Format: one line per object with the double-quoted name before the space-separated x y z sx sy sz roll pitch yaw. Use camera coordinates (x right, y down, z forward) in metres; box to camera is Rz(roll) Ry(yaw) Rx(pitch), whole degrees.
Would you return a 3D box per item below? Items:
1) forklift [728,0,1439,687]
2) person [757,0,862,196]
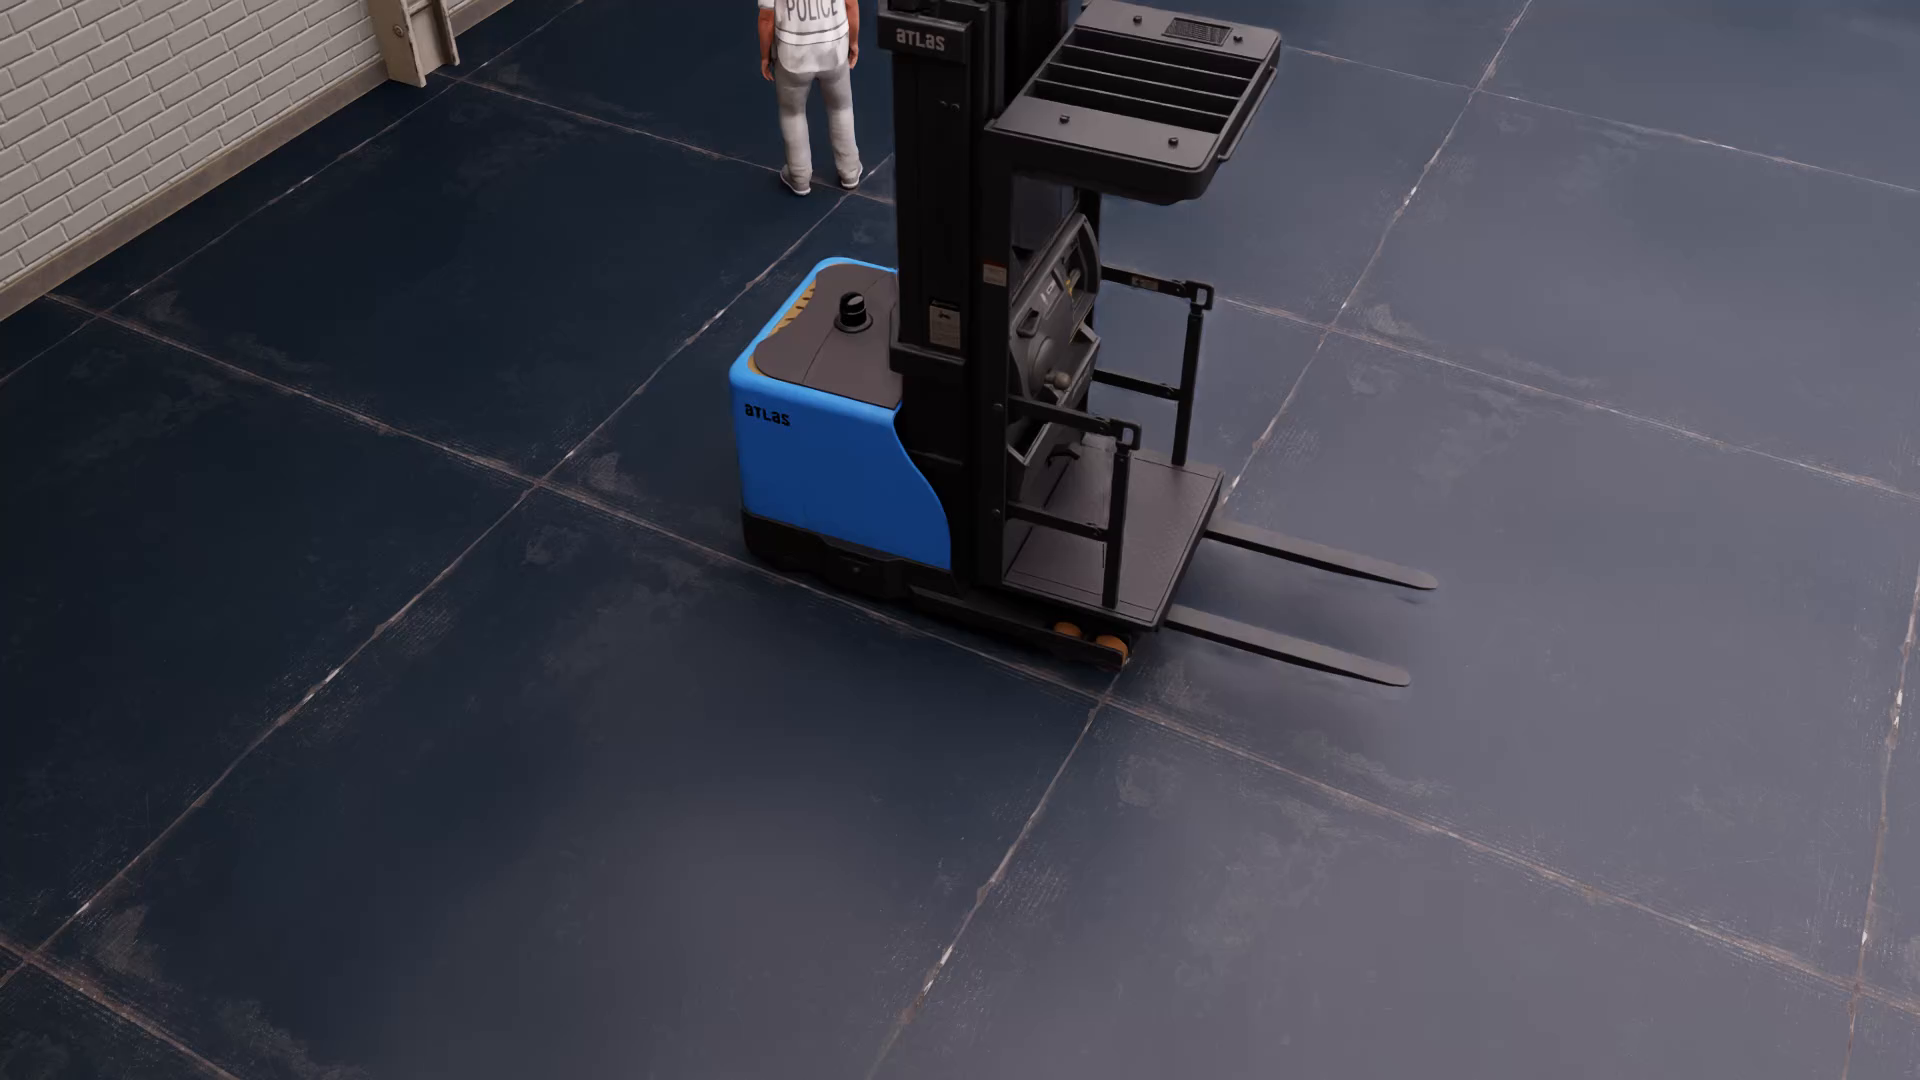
"forklift" 0.570 -0.912 6.622 3.031 2.935 1.130 16 46 16
"person" -0.852 -2.784 9.471 0.590 1.746 0.442 -11 44 -12
